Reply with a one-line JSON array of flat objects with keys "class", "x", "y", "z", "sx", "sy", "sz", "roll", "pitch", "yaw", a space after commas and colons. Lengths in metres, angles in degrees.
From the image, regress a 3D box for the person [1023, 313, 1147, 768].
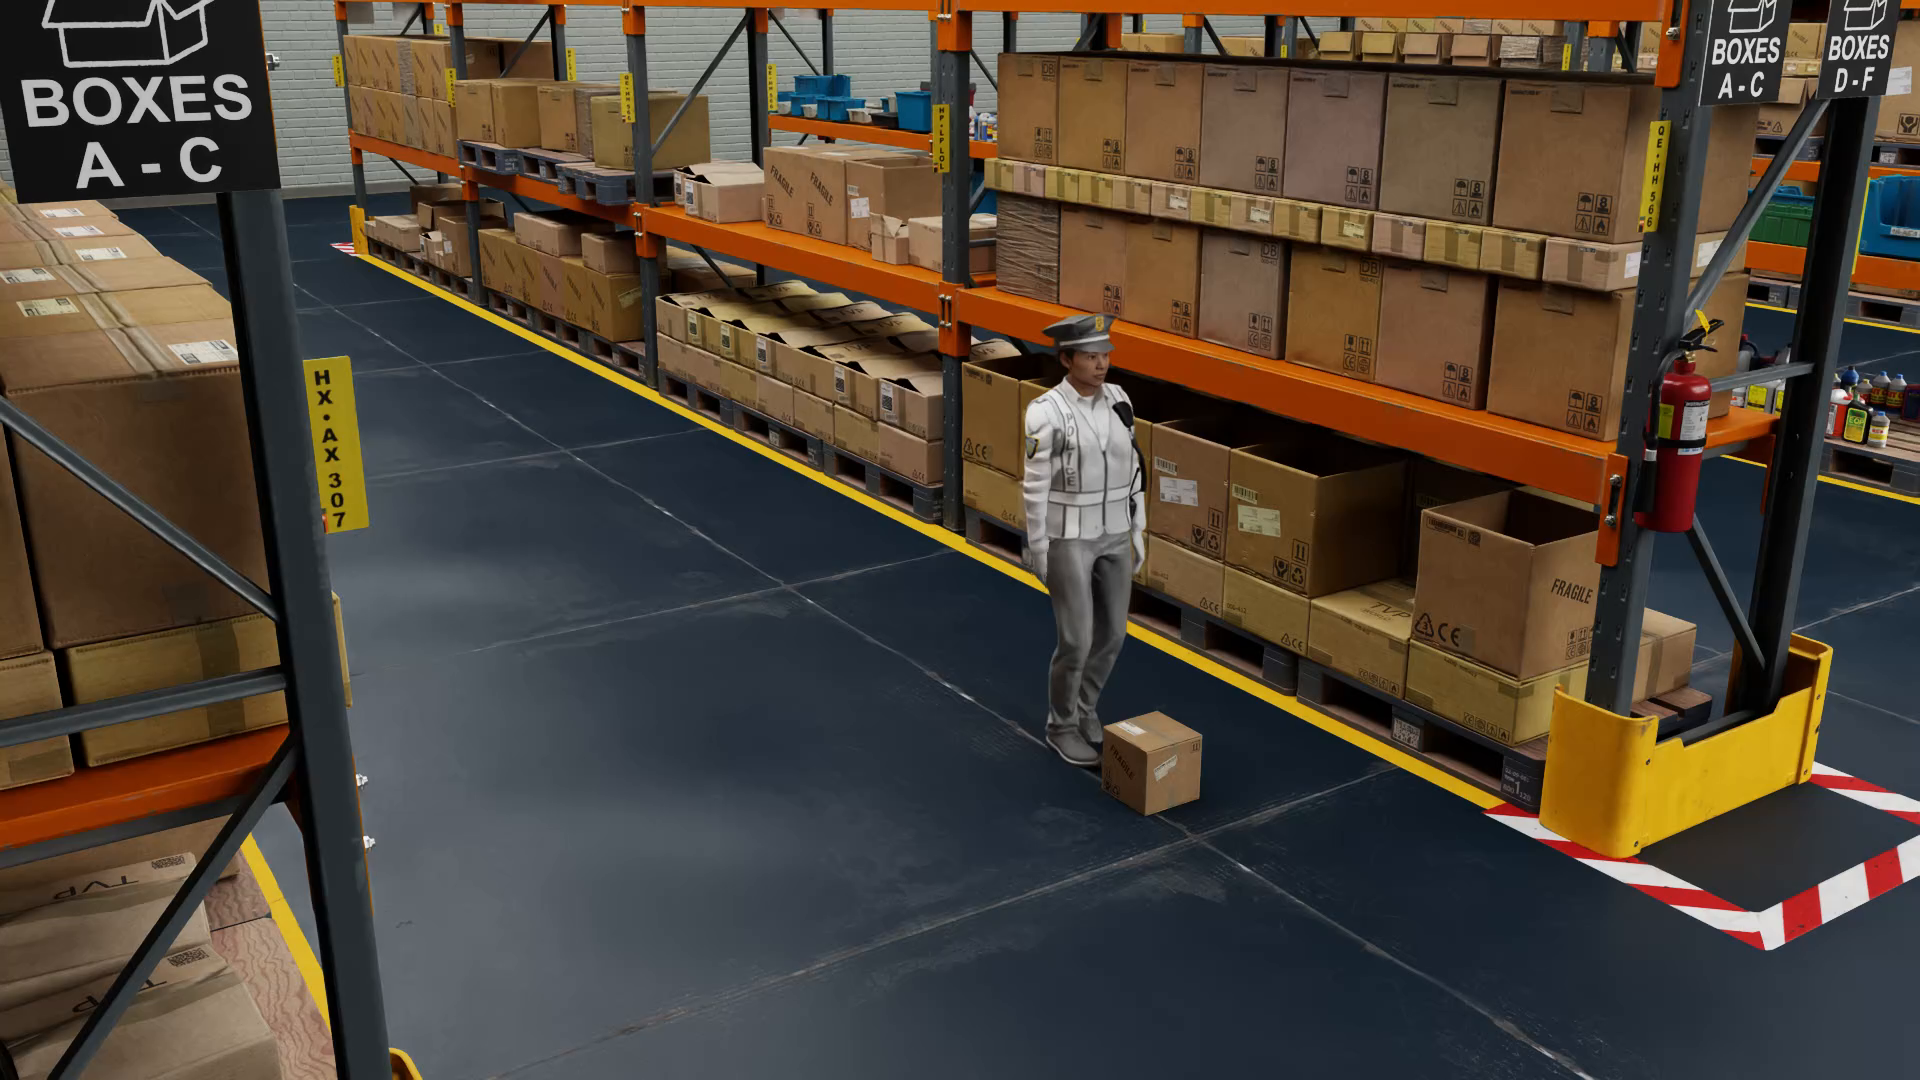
[{"class": "person", "x": 0.469, "y": 0.019, "z": 6.086, "sx": 0.487, "sy": 1.726, "sz": 0.388, "roll": -11, "pitch": 21, "yaw": -30}]
